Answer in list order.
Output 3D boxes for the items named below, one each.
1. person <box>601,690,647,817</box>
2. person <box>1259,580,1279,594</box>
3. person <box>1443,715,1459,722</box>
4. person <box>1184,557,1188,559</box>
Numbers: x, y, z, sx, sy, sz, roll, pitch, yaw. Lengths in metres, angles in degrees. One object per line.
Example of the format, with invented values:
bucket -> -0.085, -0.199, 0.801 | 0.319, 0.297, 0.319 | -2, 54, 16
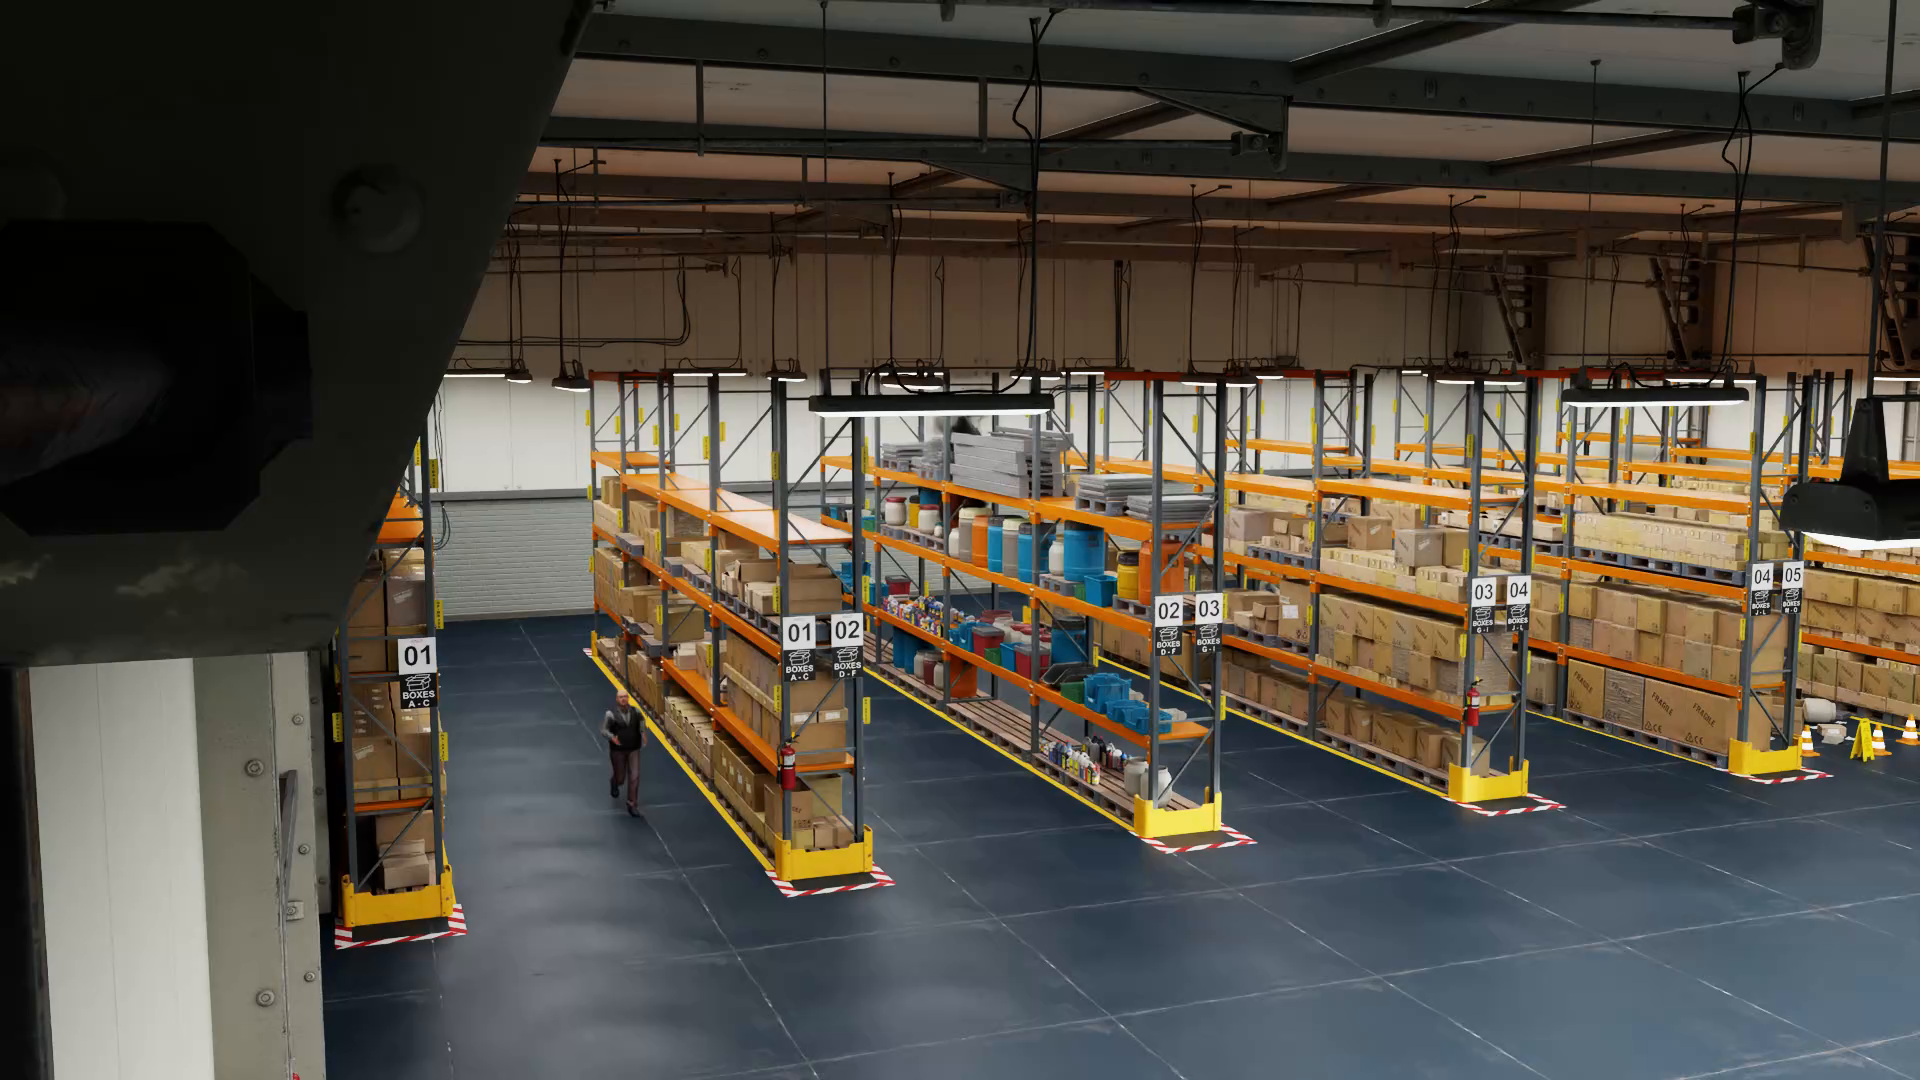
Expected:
person -> -4.635, 2.921, 23.068 | 0.676, 1.700, 0.945 | -3, 7, -25
person -> 7.627, 0.838, 41.255 | 0.722, 1.746, 0.918 | -5, 8, -39
person -> 8.402, 2.269, 28.799 | 0.660, 1.732, 0.634 | -5, 8, -37
person -> 5.271, 1.005, 40.270 | 0.764, 1.705, 0.863 | 4, 7, 29
